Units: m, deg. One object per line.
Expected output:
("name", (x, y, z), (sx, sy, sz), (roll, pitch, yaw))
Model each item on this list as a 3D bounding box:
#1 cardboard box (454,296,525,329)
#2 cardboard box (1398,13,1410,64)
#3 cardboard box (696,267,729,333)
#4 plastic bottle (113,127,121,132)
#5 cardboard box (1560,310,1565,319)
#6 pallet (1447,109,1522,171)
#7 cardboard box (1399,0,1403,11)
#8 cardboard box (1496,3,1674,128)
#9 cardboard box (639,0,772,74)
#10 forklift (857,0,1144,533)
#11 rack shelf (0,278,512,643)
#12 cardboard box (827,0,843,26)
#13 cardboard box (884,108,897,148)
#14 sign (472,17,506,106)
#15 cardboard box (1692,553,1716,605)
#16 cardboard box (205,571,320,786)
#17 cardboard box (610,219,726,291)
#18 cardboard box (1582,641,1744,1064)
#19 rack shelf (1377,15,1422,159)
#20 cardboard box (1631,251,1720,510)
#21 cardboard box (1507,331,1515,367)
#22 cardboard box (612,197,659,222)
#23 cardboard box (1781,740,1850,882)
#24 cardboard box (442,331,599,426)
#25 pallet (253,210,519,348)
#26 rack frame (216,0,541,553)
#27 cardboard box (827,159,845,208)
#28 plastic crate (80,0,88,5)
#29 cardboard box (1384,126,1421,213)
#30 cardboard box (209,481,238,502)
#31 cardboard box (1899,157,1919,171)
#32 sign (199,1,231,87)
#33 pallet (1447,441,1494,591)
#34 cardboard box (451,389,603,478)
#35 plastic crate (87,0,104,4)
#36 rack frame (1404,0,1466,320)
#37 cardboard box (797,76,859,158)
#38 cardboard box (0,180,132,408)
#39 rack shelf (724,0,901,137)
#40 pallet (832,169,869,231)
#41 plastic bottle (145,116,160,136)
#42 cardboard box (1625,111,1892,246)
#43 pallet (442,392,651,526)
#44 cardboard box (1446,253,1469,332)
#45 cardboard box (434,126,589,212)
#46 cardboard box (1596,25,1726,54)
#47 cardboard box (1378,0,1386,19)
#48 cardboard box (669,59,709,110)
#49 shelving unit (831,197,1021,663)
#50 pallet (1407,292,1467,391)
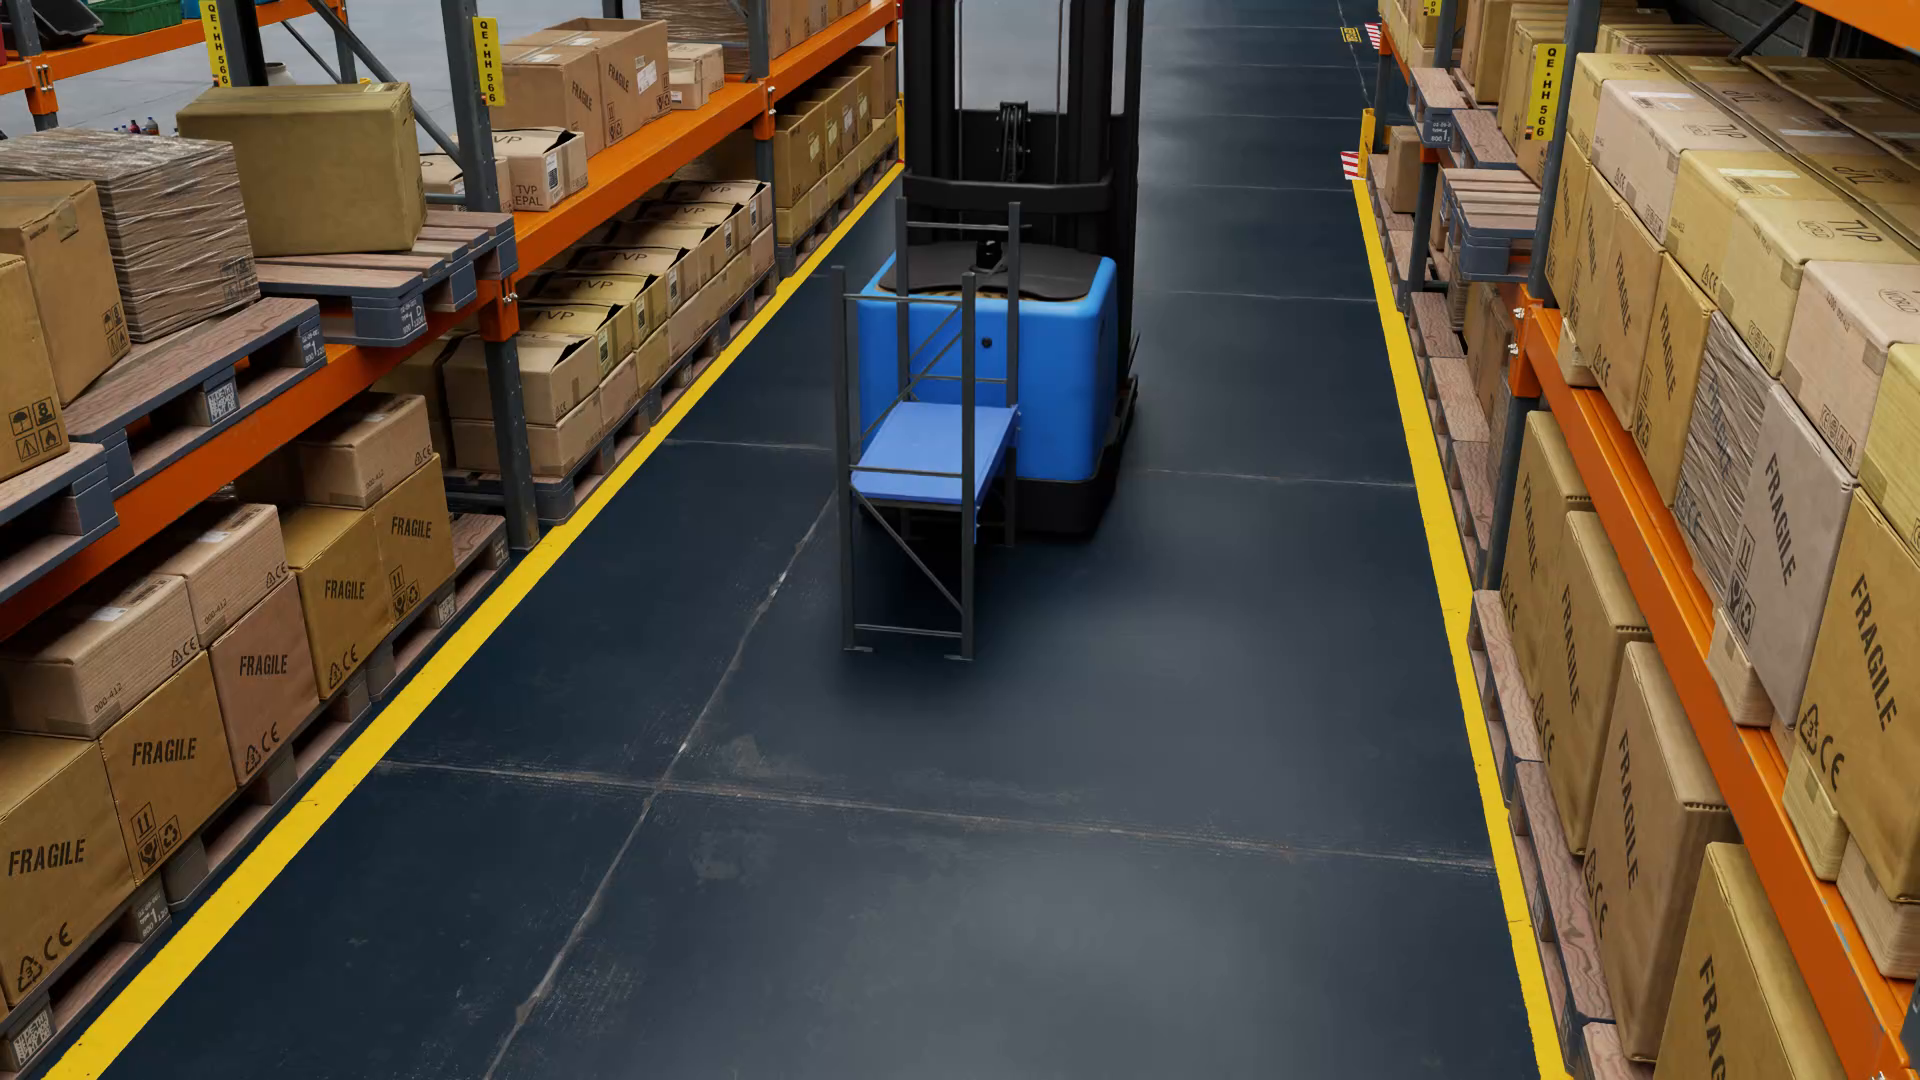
("cardboard box", (-2.408, -1.015, 7.966), (0.500, 0.311, 0.500), (4, 25, 8))
("cardboard box", (3.147, -3.273, 10.857), (0.500, 0.250, 0.500), (4, 25, 8))
("cardboard box", (-1.625, -1.361, 9.367), (0.500, 0.250, 0.500), (5, 25, 10))
("plastic bottle", (-6.584, -3.094, 13.021), (0.097, 0.271, 0.097), (0, 25, 0))
("cardboard box", (2.276, -0.794, 5.680), (0.380, 0.149, 0.250), (4, 25, 8))
("pallet", (2.842, -1.764, 7.707), (1.003, 0.211, 1.213), (4, 25, 9))
("cardboard box", (3.237, -3.830, 11.162), (0.500, 0.500, 0.500), (5, 26, 10))
("cardboard box", (2.920, -2.216, 7.810), (0.700, 0.500, 0.500), (8, 26, 16))
("cardboard box", (-1.609, -3.266, 10.571), (0.700, 0.500, 0.500), (3, 25, 7))
("forklift", (0.328, -1.954, 7.967), (1.130, 2.935, 3.031), (5, 25, 10))
("rack shelf", (-2.656, -0.200, 4.987), (1.077, 0.370, 4.000), (4, 25, 9))
("cardboard box", (-1.279, -4.131, 12.420), (0.700, 0.500, 0.500), (4, 25, 9))
("cardboard box", (-0.818, -3.408, 13.740), (0.500, 0.250, 0.500), (4, 25, 9))
("sign", (-1.792, -1.817, 6.321), (0.100, 0.325, 0.005), (4, 25, 9))
("cardboard box", (1.932, 0.068, 3.839), (0.380, 0.149, 0.250), (3, 25, 7))
("cardboard box", (-2.415, 0.415, 5.255), (0.500, 0.500, 0.500), (3, 25, 7))
("cardboard box", (-1.622, -1.618, 9.255), (0.500, 0.311, 0.500), (4, 25, 8))
("cardboard box", (2.025, 0.783, 4.079), (0.750, 0.750, 0.750), (5, 26, 10))
("rack shelf", (3.539, -3.204, 11.405), (1.077, 0.370, 4.000), (4, 25, 9))
("cardboard box", (1.972, -0.380, 4.030), (0.500, 0.500, 0.500), (5, 25, 10))
("cardboard box", (2.824, -0.599, 7.422), (0.700, 0.500, 0.500), (4, 25, 8))
("cardboard box", (-2.076, -1.869, 9.791), (0.500, 0.311, 0.500), (4, 25, 8))
("cardboard box", (1.699, 0.489, 2.939), (0.380, 0.149, 0.250), (4, 25, 9))
("cardboard box", (-1.954, -0.759, 7.421), (0.500, 0.311, 0.500), (5, 26, 10))
("pallet", (-2.371, -0.987, 6.046), (1.213, 0.211, 1.003), (4, 25, 9))
("rack frame", (-2.329, -1.362, 6.621), (1.000, 3.000, 0.127), (4, 25, 9))
("cardboard box", (-1.127, -2.570, 11.951), (0.500, 0.250, 0.500), (4, 25, 9))
("plastic crate", (-6.649, -3.794, 11.992), (0.499, 0.251, 0.616), (4, 25, 9))
("cardboard box", (3.402, -2.608, 11.714), (0.700, 0.500, 0.500), (2, 25, 5))
("cardboard box", (-2.766, -0.039, 6.225), (0.500, 0.500, 0.500), (3, 25, 7))
("cardboard box", (2.482, -0.698, 3.825), (0.500, 0.250, 0.500), (3, 25, 7))
("sign", (-2.877, -1.923, 6.455), (0.100, 0.325, 0.005), (4, 25, 9))
("pallet", (2.688, -0.084, 7.180), (1.003, 0.211, 1.213), (4, 25, 9))
("cardboard box", (-1.954, -0.505, 7.539), (0.500, 0.250, 0.500), (4, 25, 8))
("plastic crate", (-6.546, -3.957, 12.476), (0.530, 0.136, 0.437), (4, 25, 9))
("rack frame", (3.212, -2.693, 9.465), (1.000, 3.000, 0.127), (4, 25, 9))
("cardboard box", (-1.048, -3.119, 12.239), (0.500, 0.500, 0.500), (4, 25, 9))
("cardboard box", (-2.755, -0.668, 4.525), (0.700, 0.500, 0.500), (-2, 25, -5))
("rack shelf", (-1.349, -3.545, 12.135), (1.077, 0.370, 4.000), (4, 25, 9))
("pallet", (-1.307, -2.613, 12.584), (1.003, 0.211, 1.213), (4, 25, 9))
("plastic bottle", (-6.512, -3.279, 13.417), (0.097, 0.271, 0.097), (0, 25, 0))
("cardboard box", (2.065, -0.943, 4.349), (0.500, 0.250, 0.500), (4, 25, 9))
("pallet", (-2.156, -0.440, 7.942), (1.003, 0.211, 1.213), (4, 25, 9))
("cardboard box", (3.108, -1.451, 9.242), (0.700, 0.500, 0.500), (5, 26, 10))
("cardboard box", (-1.992, -1.682, 7.410), (0.500, 0.311, 0.500), (4, 25, 8))
("cardboard box", (2.623, -1.840, 6.242), (0.380, 0.149, 0.250), (0, 25, 0))
("cardboard box", (3.473, -4.125, 12.678), (0.500, 0.250, 0.500), (3, 25, 7))
("cardboard box", (-1.638, -2.593, 9.411), (0.396, 0.266, 0.258), (3, 25, 7))
("shelving unit", (-0.103, -0.454, 6.452), (0.538, 1.500, 1.048), (5, 25, 10))
("pallet", (3.086, -1.104, 9.361), (1.003, 0.211, 1.213), (4, 25, 9))
